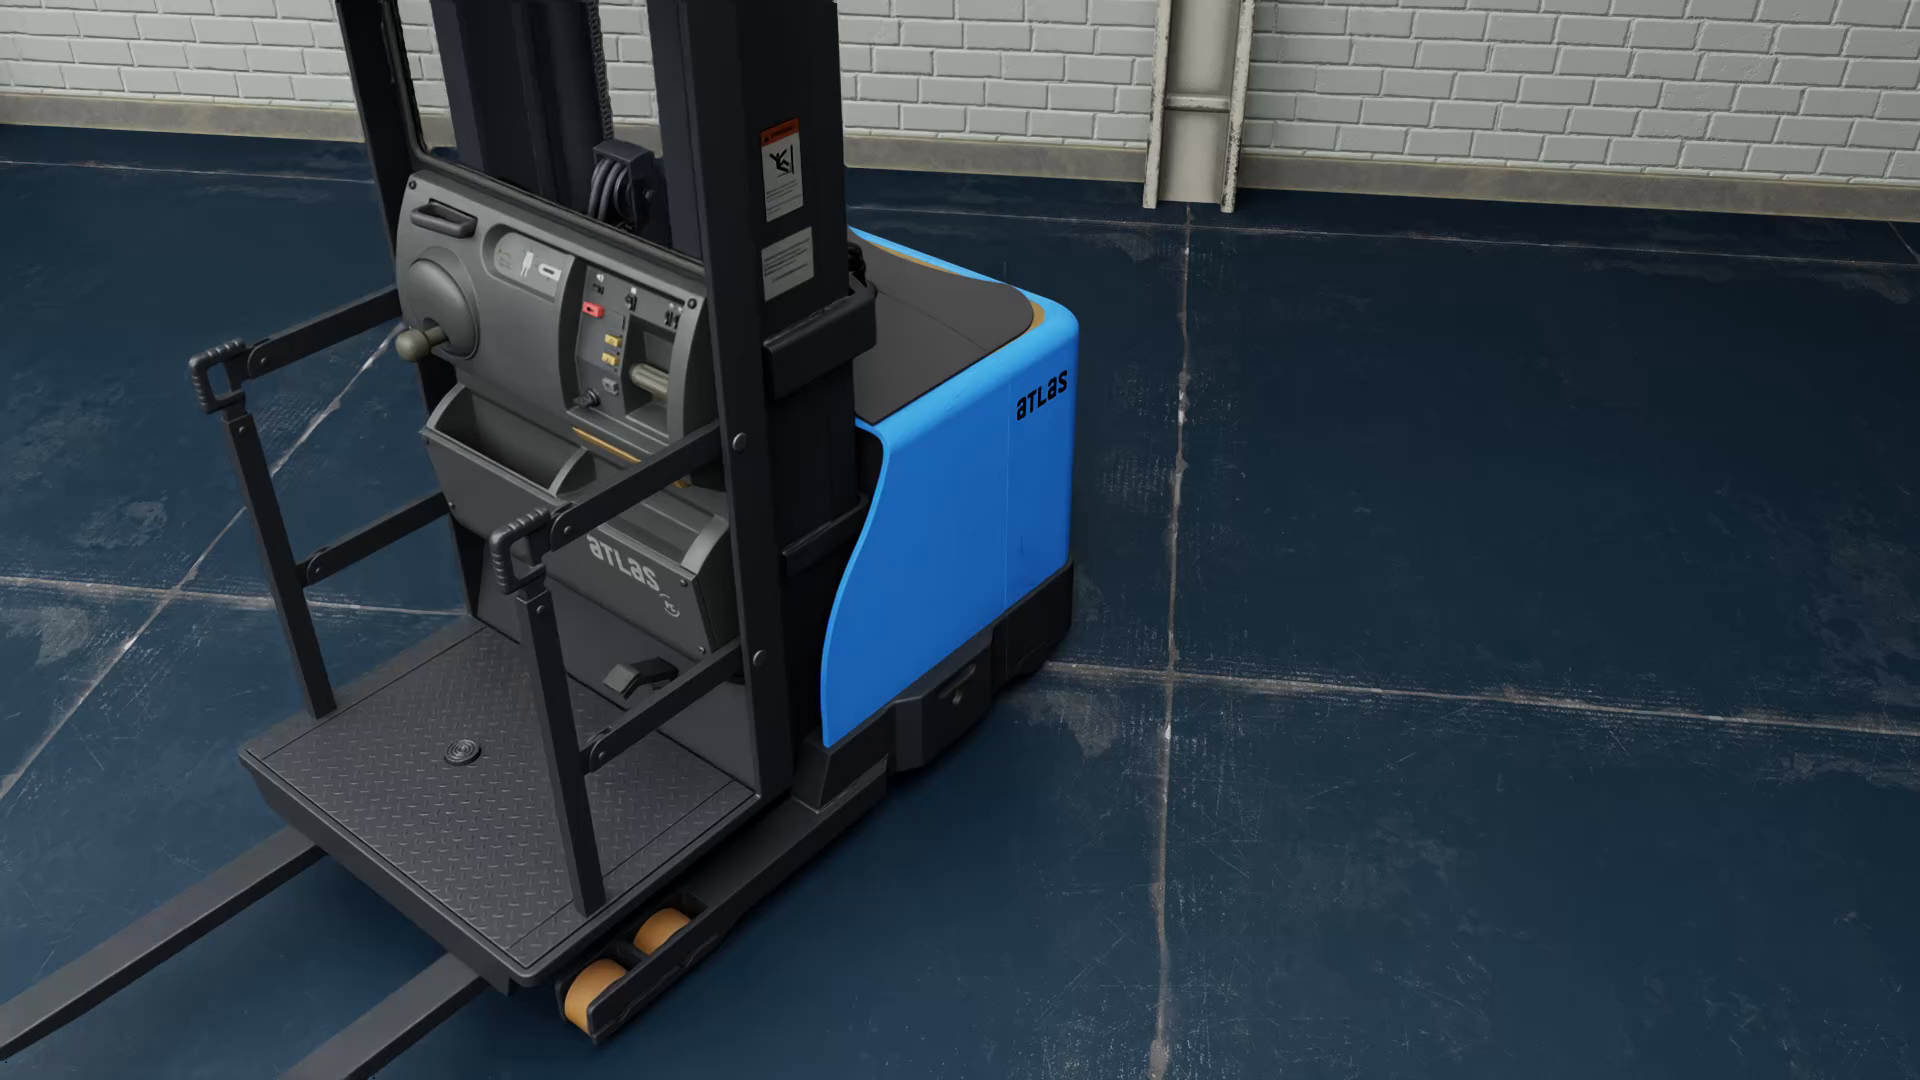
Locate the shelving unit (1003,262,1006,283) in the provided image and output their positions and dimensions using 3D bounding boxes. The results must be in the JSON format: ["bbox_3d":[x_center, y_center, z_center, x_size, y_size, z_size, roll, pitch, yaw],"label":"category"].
[{"bbox_3d":[0.014,-0.381,5.010,0.210,0.900,0.258,5,36,6],"label":"shelving unit"}]

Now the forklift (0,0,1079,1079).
[{"bbox_3d":[-1.000,-0.420,3.316,1.130,2.935,3.031,25,43,31],"label":"forklift"}]

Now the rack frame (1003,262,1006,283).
[{"bbox_3d":[0.115,-0.373,4.998,0.006,0.900,0.240,5,36,6],"label":"rack frame"}]

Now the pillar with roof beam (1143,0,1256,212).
[{"bbox_3d":[0.471,-2.714,1.306,0.400,9.000,9.100,4,36,6],"label":"pillar with roof beam"}]
